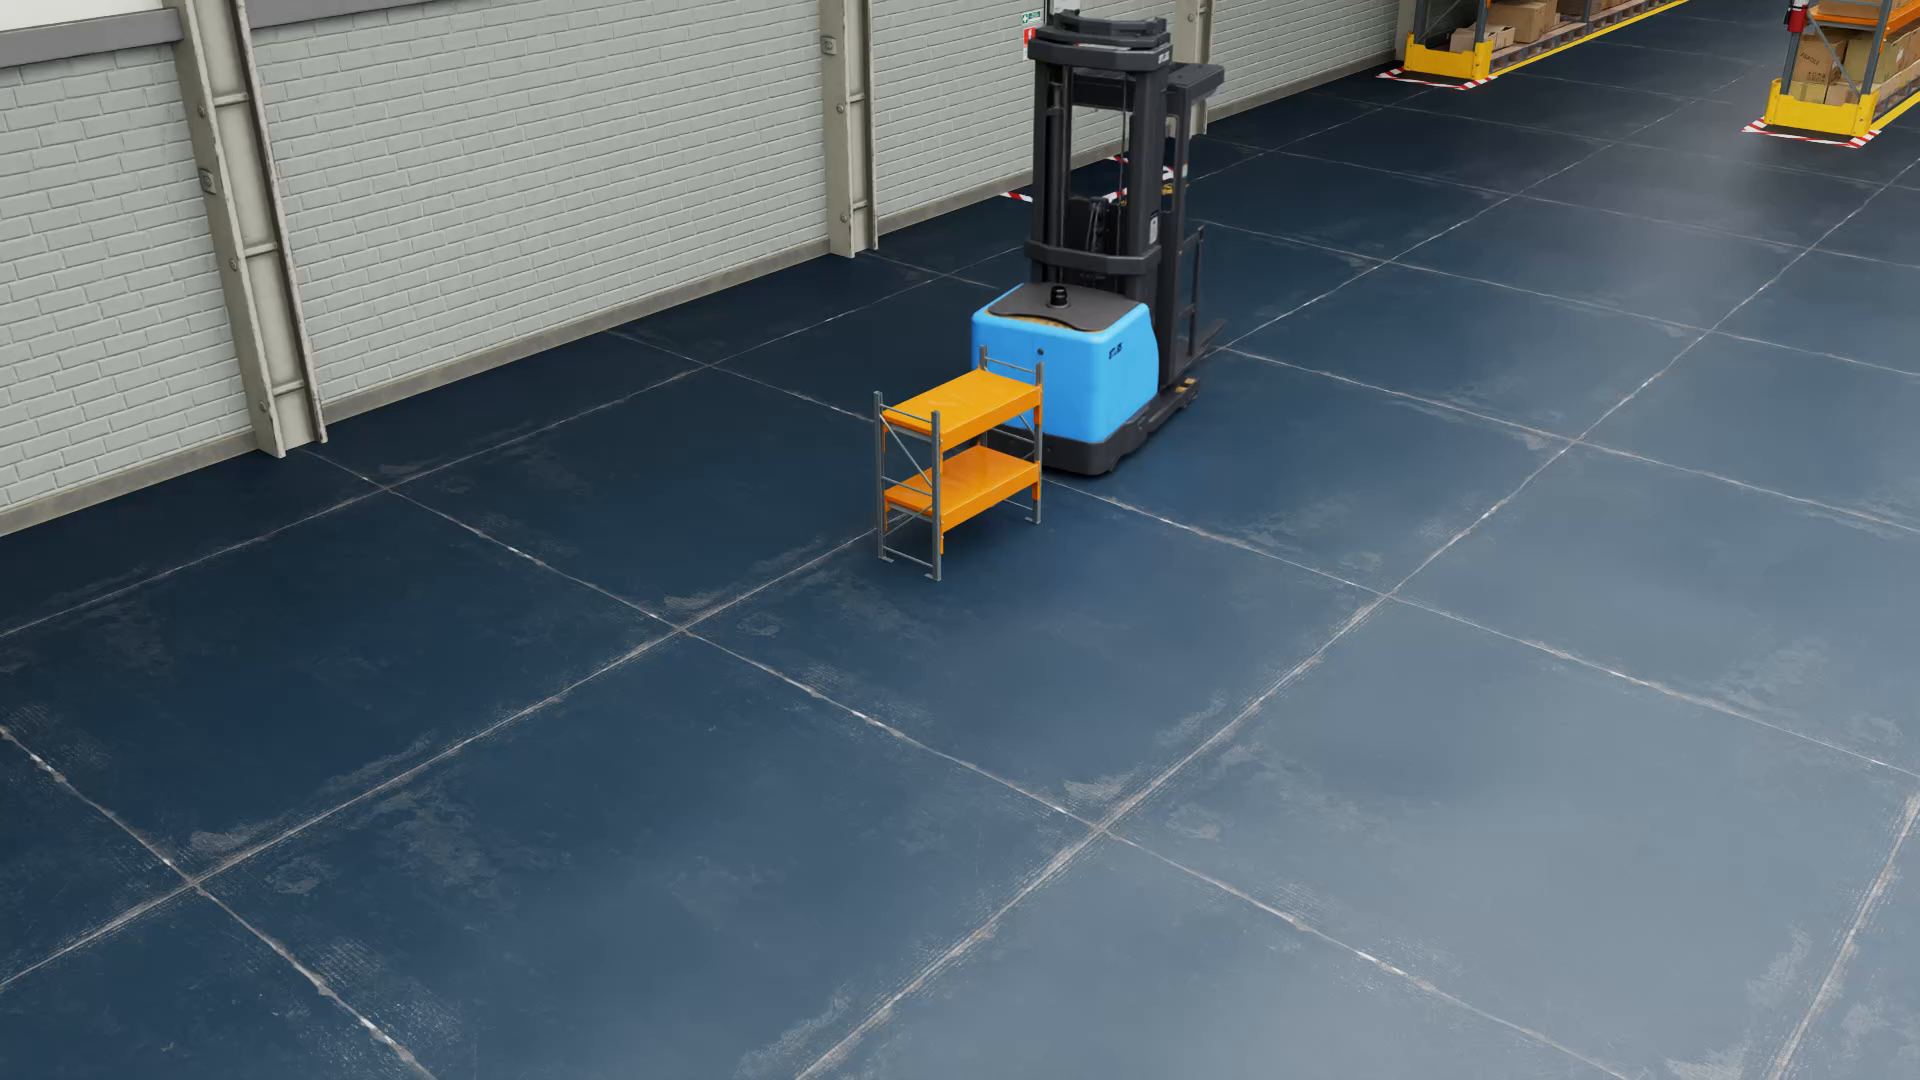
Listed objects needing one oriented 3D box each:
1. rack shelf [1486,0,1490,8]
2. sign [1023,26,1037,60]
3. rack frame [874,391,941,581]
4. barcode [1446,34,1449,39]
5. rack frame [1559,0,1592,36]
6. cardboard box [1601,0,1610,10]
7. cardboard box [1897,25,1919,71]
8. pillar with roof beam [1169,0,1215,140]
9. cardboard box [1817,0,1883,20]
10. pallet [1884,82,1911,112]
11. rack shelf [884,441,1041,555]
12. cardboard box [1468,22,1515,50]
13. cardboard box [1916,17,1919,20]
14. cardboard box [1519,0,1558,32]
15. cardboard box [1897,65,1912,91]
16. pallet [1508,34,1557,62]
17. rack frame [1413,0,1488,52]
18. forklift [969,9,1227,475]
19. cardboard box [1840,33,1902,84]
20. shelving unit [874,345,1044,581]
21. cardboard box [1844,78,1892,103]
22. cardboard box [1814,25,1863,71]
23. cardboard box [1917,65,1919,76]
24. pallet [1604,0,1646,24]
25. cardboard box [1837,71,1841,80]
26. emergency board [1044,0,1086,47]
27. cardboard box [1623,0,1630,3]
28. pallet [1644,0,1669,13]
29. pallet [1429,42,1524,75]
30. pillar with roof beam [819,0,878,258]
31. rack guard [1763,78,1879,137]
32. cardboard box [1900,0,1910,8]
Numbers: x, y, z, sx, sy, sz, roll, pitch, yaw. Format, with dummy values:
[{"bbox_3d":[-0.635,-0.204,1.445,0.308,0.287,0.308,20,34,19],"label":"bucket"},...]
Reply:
[{"bbox_3d":[8.086,-8.301,24.315,1.077,0.370,4.000,21,34,34],"label":"rack shelf"},{"bbox_3d":[0.743,-5.270,17.634,0.001,0.329,0.234,21,34,34],"label":"sign"},{"bbox_3d":[-0.319,-0.322,10.148,0.500,1.125,0.032,21,34,34],"label":"rack frame"},{"bbox_3d":[7.027,-7.259,23.955,0.001,0.075,0.075,21,34,34],"label":"barcode"},{"bbox_3d":[9.358,-9.330,25.521,1.000,3.000,0.127,21,34,34],"label":"rack frame"},{"bbox_3d":[10.104,-8.879,26.890,0.700,0.500,0.500,20,33,33],"label":"cardboard box"},{"bbox_3d":[12.108,-6.420,21.614,0.500,0.500,0.500,21,34,34],"label":"cardboard box"},{"bbox_3d":[6.097,-7.692,15.825,9.100,9.000,0.400,21,34,34],"label":"pillar with roof beam"},{"bbox_3d":[10.946,-6.671,20.273,0.700,0.500,0.500,21,34,34],"label":"cardboard box"},{"bbox_3d":[11.869,-5.941,22.004,1.003,0.211,1.213,21,34,34],"label":"pallet"},{"bbox_3d":[0.004,-0.285,10.609,0.538,0.278,1.000,21,34,34],"label":"rack shelf"},{"bbox_3d":[7.686,-7.334,24.110,0.500,0.311,0.500,24,36,38],"label":"cardboard box"},{"bbox_3d":[12.730,-6.780,22.310,0.500,0.500,0.500,21,34,34],"label":"cardboard box"},{"bbox_3d":[8.729,-8.035,25.260,0.500,0.500,0.500,18,32,31],"label":"cardboard box"},{"bbox_3d":[12.107,-6.087,21.787,0.500,0.250,0.500,21,34,34],"label":"cardboard box"},{"bbox_3d":[8.183,-7.408,24.841,1.003,0.211,1.213,21,34,34],"label":"pallet"},{"bbox_3d":[6.814,-7.912,22.779,1.000,3.000,0.127,21,34,34],"label":"rack frame"},{"bbox_3d":[1.206,-2.393,12.186,1.130,2.935,3.031,14,30,25],"label":"forklift"},{"bbox_3d":[11.468,-6.067,20.932,0.500,0.500,0.500,21,34,34],"label":"cardboard box"},{"bbox_3d":[0.004,-0.502,10.496,0.538,1.125,1.048,21,34,34],"label":"shelving unit"},{"bbox_3d":[11.467,-5.734,21.105,0.500,0.250,0.500,21,34,34],"label":"cardboard box"},{"bbox_3d":[11.375,-6.400,21.575,0.500,0.500,0.500,21,34,34],"label":"cardboard box"},{"bbox_3d":[12.731,-6.446,22.481,0.500,0.250,0.500,21,34,34],"label":"cardboard box"},{"bbox_3d":[10.628,-8.802,27.536,1.003,0.211,1.213,21,34,34],"label":"pallet"},{"bbox_3d":[11.061,-5.888,21.402,0.500,0.250,0.500,21,34,34],"label":"cardboard box"},{"bbox_3d":[1.174,-5.420,17.963,0.194,1.169,0.643,21,34,34],"label":"emergency board"},{"bbox_3d":[10.773,-9.230,27.568,0.700,0.500,0.500,21,34,34],"label":"cardboard box"},{"bbox_3d":[11.405,-9.233,28.368,1.003,0.211,1.213,21,34,34],"label":"pallet"},{"bbox_3d":[7.407,-6.978,24.009,1.003,0.211,1.213,21,34,34],"label":"pallet"},{"bbox_3d":[2.281,-5.565,11.713,9.100,9.000,0.400,21,34,34],"label":"pillar with roof beam"},{"bbox_3d":[10.624,-5.347,20.541,1.175,0.500,0.348,21,34,34],"label":"rack guard"},{"bbox_3d":[11.596,-7.033,20.973,0.700,0.500,0.500,21,34,35],"label":"cardboard box"}]
